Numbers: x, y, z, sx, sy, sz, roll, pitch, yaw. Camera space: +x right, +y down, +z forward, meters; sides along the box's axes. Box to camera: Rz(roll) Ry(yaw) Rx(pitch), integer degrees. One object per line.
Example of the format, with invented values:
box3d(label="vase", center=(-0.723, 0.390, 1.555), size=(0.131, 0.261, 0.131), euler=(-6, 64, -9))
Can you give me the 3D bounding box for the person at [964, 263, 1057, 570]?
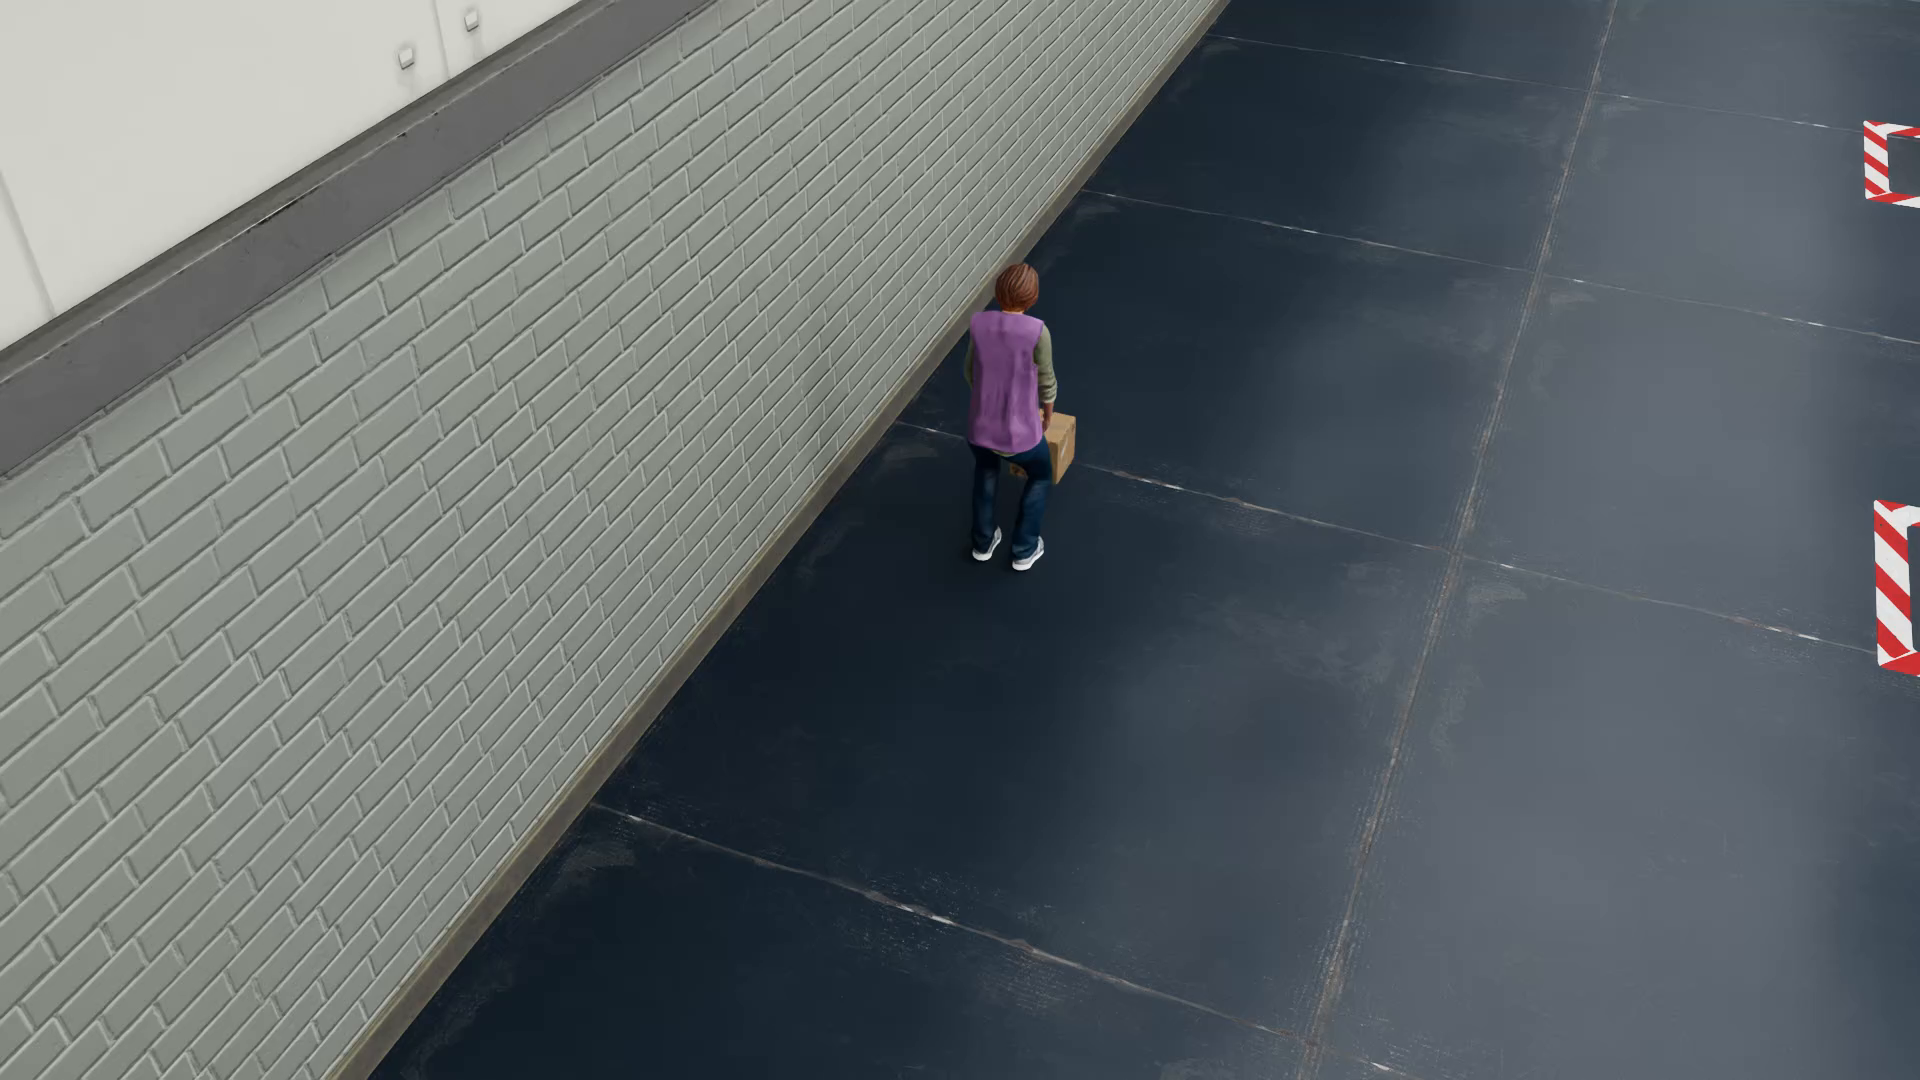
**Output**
box3d(label="person", center=(0.209, -0.530, 7.619), size=(0.447, 1.466, 0.497), euler=(15, 40, 18))
